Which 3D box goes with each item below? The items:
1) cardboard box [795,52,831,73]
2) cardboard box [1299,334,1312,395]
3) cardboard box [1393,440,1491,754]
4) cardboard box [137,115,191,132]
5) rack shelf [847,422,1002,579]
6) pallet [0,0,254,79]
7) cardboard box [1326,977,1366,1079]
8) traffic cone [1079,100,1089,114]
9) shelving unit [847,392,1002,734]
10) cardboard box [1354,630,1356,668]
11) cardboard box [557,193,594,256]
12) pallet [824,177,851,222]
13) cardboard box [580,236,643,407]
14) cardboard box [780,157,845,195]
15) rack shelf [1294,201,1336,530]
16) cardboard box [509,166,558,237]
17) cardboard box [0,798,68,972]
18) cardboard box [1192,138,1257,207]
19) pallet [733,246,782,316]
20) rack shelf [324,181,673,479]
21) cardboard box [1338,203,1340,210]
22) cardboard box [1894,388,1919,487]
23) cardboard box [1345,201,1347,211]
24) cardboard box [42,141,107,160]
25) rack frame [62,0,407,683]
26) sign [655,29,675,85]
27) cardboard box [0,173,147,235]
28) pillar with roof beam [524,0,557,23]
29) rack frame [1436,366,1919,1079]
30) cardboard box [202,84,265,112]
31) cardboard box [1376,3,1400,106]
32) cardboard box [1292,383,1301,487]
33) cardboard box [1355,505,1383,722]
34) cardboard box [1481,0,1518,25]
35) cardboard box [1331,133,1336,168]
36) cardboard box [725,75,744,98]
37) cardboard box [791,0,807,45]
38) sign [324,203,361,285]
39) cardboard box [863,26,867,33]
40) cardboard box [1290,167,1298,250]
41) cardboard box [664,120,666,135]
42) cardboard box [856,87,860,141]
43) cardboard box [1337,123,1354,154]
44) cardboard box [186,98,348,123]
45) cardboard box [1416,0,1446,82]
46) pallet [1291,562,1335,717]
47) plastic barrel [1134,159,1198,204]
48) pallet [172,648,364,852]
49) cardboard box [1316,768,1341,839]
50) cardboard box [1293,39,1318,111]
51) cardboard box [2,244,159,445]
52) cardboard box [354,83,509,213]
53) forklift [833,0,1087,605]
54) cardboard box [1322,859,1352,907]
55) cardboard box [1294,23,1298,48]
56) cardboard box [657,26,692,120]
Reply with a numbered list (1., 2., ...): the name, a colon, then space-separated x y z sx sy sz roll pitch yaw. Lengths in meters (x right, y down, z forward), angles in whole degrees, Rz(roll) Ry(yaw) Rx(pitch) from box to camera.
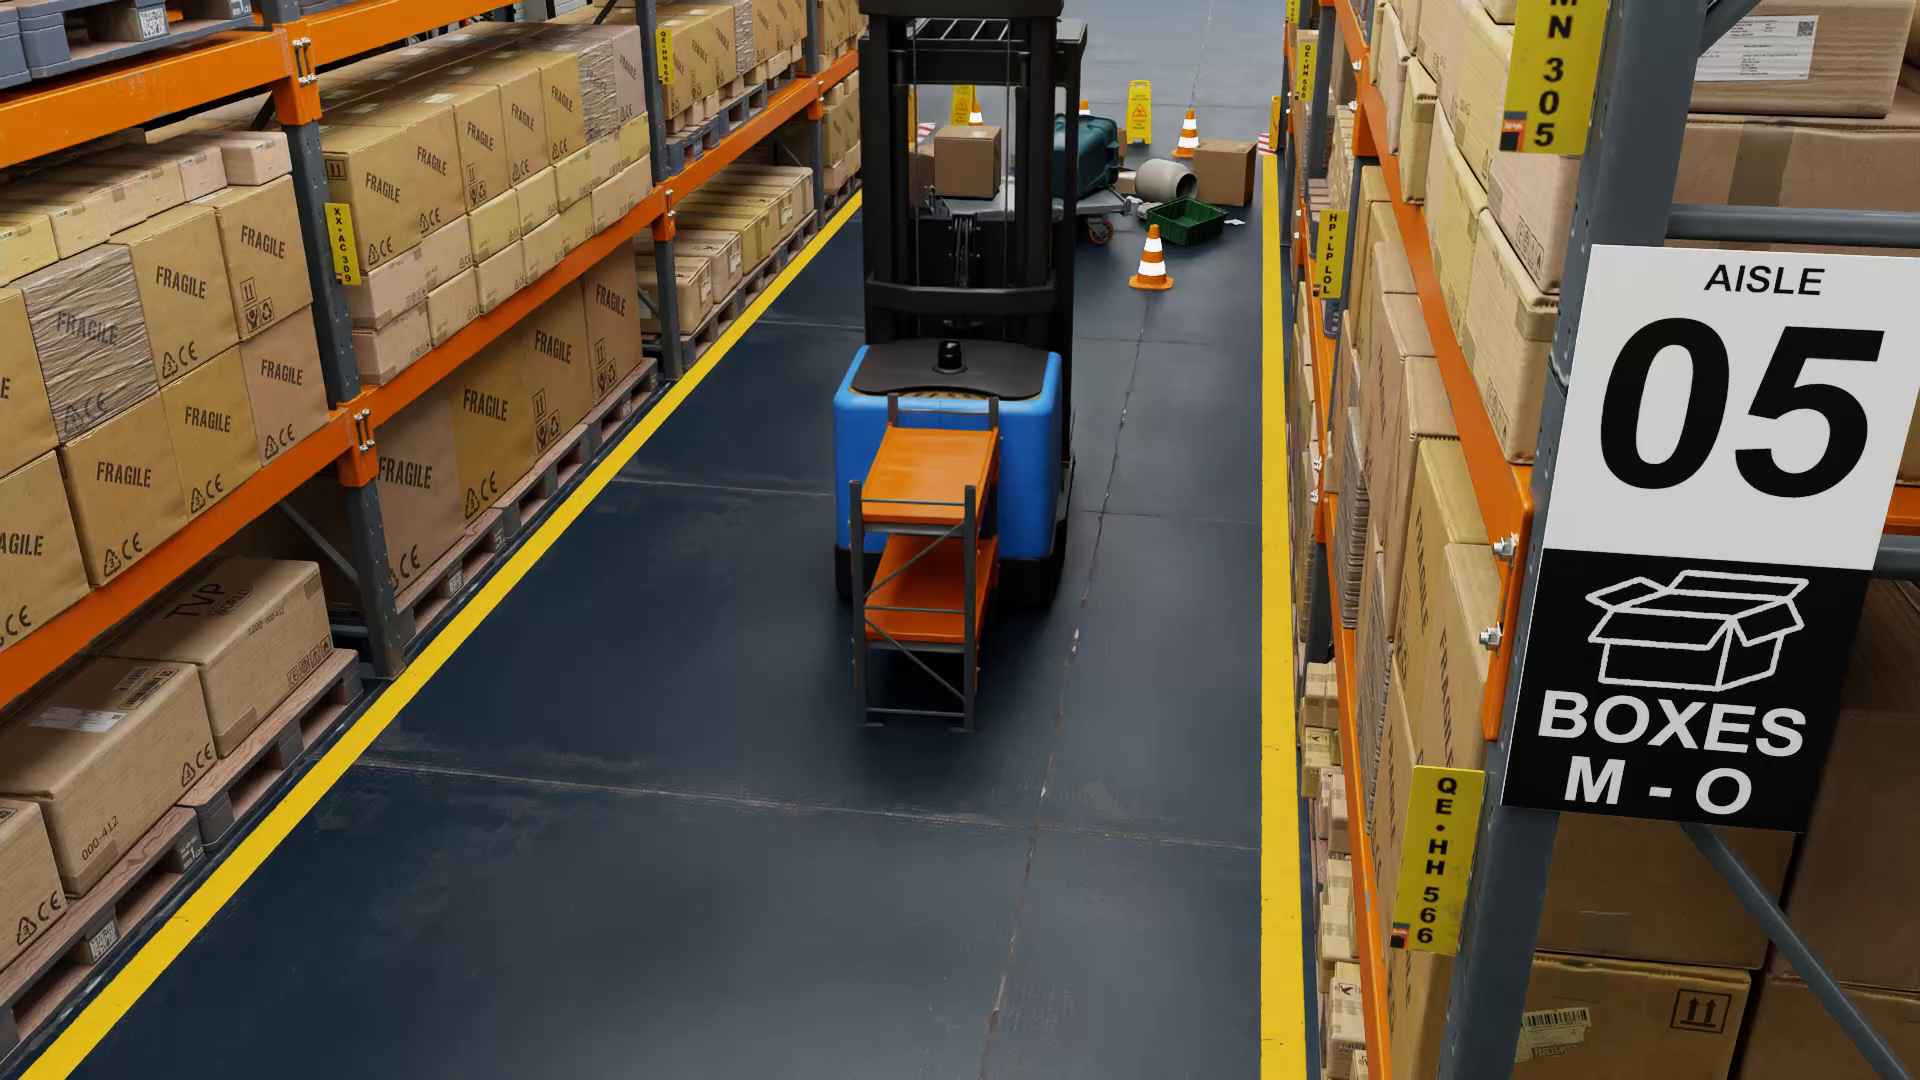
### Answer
1. cardboard box: -1.323 -4.125 14.320 0.380 0.149 0.250 4 25 8
2. cardboard box: 2.027 -0.863 8.625 0.500 0.250 0.500 4 25 9
3. cardboard box: 1.160 0.137 3.271 0.500 0.500 0.500 3 25 7
4. cardboard box: -6.663 -3.367 14.711 0.875 0.625 0.625 5 26 11
5. rack shelf: -0.132 -0.191 7.141 0.538 0.278 1.000 3 25 6
6. pallet: -3.143 -1.760 5.539 1.003 0.211 1.213 4 25 9
7. cardboard box: 1.193 1.345 4.505 0.380 0.149 0.250 5 26 10
8. traffic cone: 1.315 -4.449 17.709 0.336 0.463 0.334 4 25 9
9. shelving unit: -0.132 0.074 7.265 0.538 1.125 1.048 3 25 6
10. cardboard box: 1.365 0.281 4.907 0.380 0.149 0.250 5 26 11
11. cardboard box: -2.338 -1.735 9.094 0.500 0.250 0.500 4 25 8
12. pallet: -1.617 -3.150 15.230 1.003 0.211 1.213 4 25 9
13. cardboard box: -2.540 -1.401 10.216 0.875 0.875 0.875 4 25 8
14. cardboard box: -1.329 -3.302 15.014 0.500 0.250 0.500 3 25 6
15. rack shelf: 2.228 -0.993 8.182 1.077 0.370 4.000 4 25 9
16. cardboard box: -2.402 -1.747 8.531 0.500 0.250 0.500 3 25 7
17. cardboard box: -3.502 1.194 5.189 0.875 0.438 0.875 5 25 10
18. cardboard box: 2.450 -3.418 15.459 0.500 0.500 0.500 8 26 18
19. pallet: -2.014 -2.029 12.835 1.003 0.211 1.213 4 25 9
20. rack shelf: -2.672 -1.294 8.825 1.077 0.370 4.000 4 25 9
21. cardboard box: 2.111 -1.609 8.451 0.380 0.149 0.250 5 26 10
22. cardboard box: 1.573 -0.270 2.428 0.500 0.250 0.500 5 26 10
23. cardboard box: 2.029 -1.527 7.923 0.380 0.149 0.250 5 26 10
24. cardboard box: -3.332 -1.353 6.039 0.380 0.149 0.250 4 25 9
25. rack frame: -2.999 -0.783 6.885 1.000 3.000 0.127 4 25 9
26. sign: -1.797 -2.944 10.135 0.100 0.325 0.005 4 25 9
27. cardboard box: -2.959 -1.111 5.522 0.380 0.149 0.250 4 25 8
28. pillar with roof beam: -1.711 -10.844 21.302 9.100 9.000 0.400 4 25 9
29. rack frame: 1.247 1.190 2.669 1.000 3.000 0.127 4 25 9
30. cardboard box: -6.699 -4.088 15.515 0.500 0.250 0.500 5 25 10
31. cardboard box: 1.492 -1.388 4.815 0.500 0.250 0.500 4 25 8
32. cardboard box: 2.030 -0.510 8.754 0.500 0.500 0.500 3 25 7
33. cardboard box: 1.321 0.169 4.382 0.500 0.500 0.500 5 26 11
34. cardboard box: 1.126 -0.988 2.902 0.380 0.149 0.250 4 25 9
35. cardboard box: 2.278 -2.178 9.316 0.380 0.149 0.250 5 26 11
36. cardboard box: -1.797 -3.328 12.123 0.380 0.149 0.250 5 26 10
37. cardboard box: -1.540 -4.290 13.413 0.500 0.500 0.500 4 25 8
38. sign: -2.451 -1.173 6.604 0.100 0.325 0.005 4 25 9
39. cardboard box: -1.092 -4.767 15.691 0.380 0.149 0.250 4 25 8
40. cardboard box: 3.196 -2.734 13.211 1.050 0.750 0.750 4 25 8
41. cardboard box: -2.109 -2.656 10.686 0.380 0.149 0.250 3 25 5
42. cardboard box: -1.166 -4.083 15.798 0.500 0.500 0.500 5 26 11
43. cardboard box: 2.202 -2.107 8.812 0.380 0.149 0.250 4 25 8
44. cardboard box: -3.096 -1.703 7.552 0.500 0.500 0.500 5 25 10
45. cardboard box: 1.334 -1.175 3.771 0.500 0.250 0.500 3 25 6
46. pallet: 2.027 0.455 7.530 1.003 0.211 1.213 4 25 9
47. plastic barrel: 1.881 -3.242 15.178 0.421 0.421 0.512 -20 32 -36
48. pallet: -3.200 0.792 6.808 1.003 0.211 1.213 4 25 9
49. cardboard box: 1.492 0.967 6.013 0.380 0.149 0.250 4 25 8
50. cardboard box: 2.775 -3.461 12.488 0.500 0.500 0.500 4 25 9
51. cardboard box: -2.968 -0.640 5.281 0.500 0.500 0.500 4 25 9
52. cardboard box: -2.503 -1.870 7.909 0.500 0.500 0.500 3 25 7
53. forklift: 0.074 -1.610 8.732 1.130 2.935 3.031 3 25 6
54. cardboard box: 1.350 1.157 5.257 0.380 0.149 0.250 4 25 8
55. cardboard box: 3.517 -4.729 15.139 0.875 0.550 0.500 4 25 9
56. cardboard box: -2.043 -2.999 10.654 0.500 0.500 0.500 3 25 7
